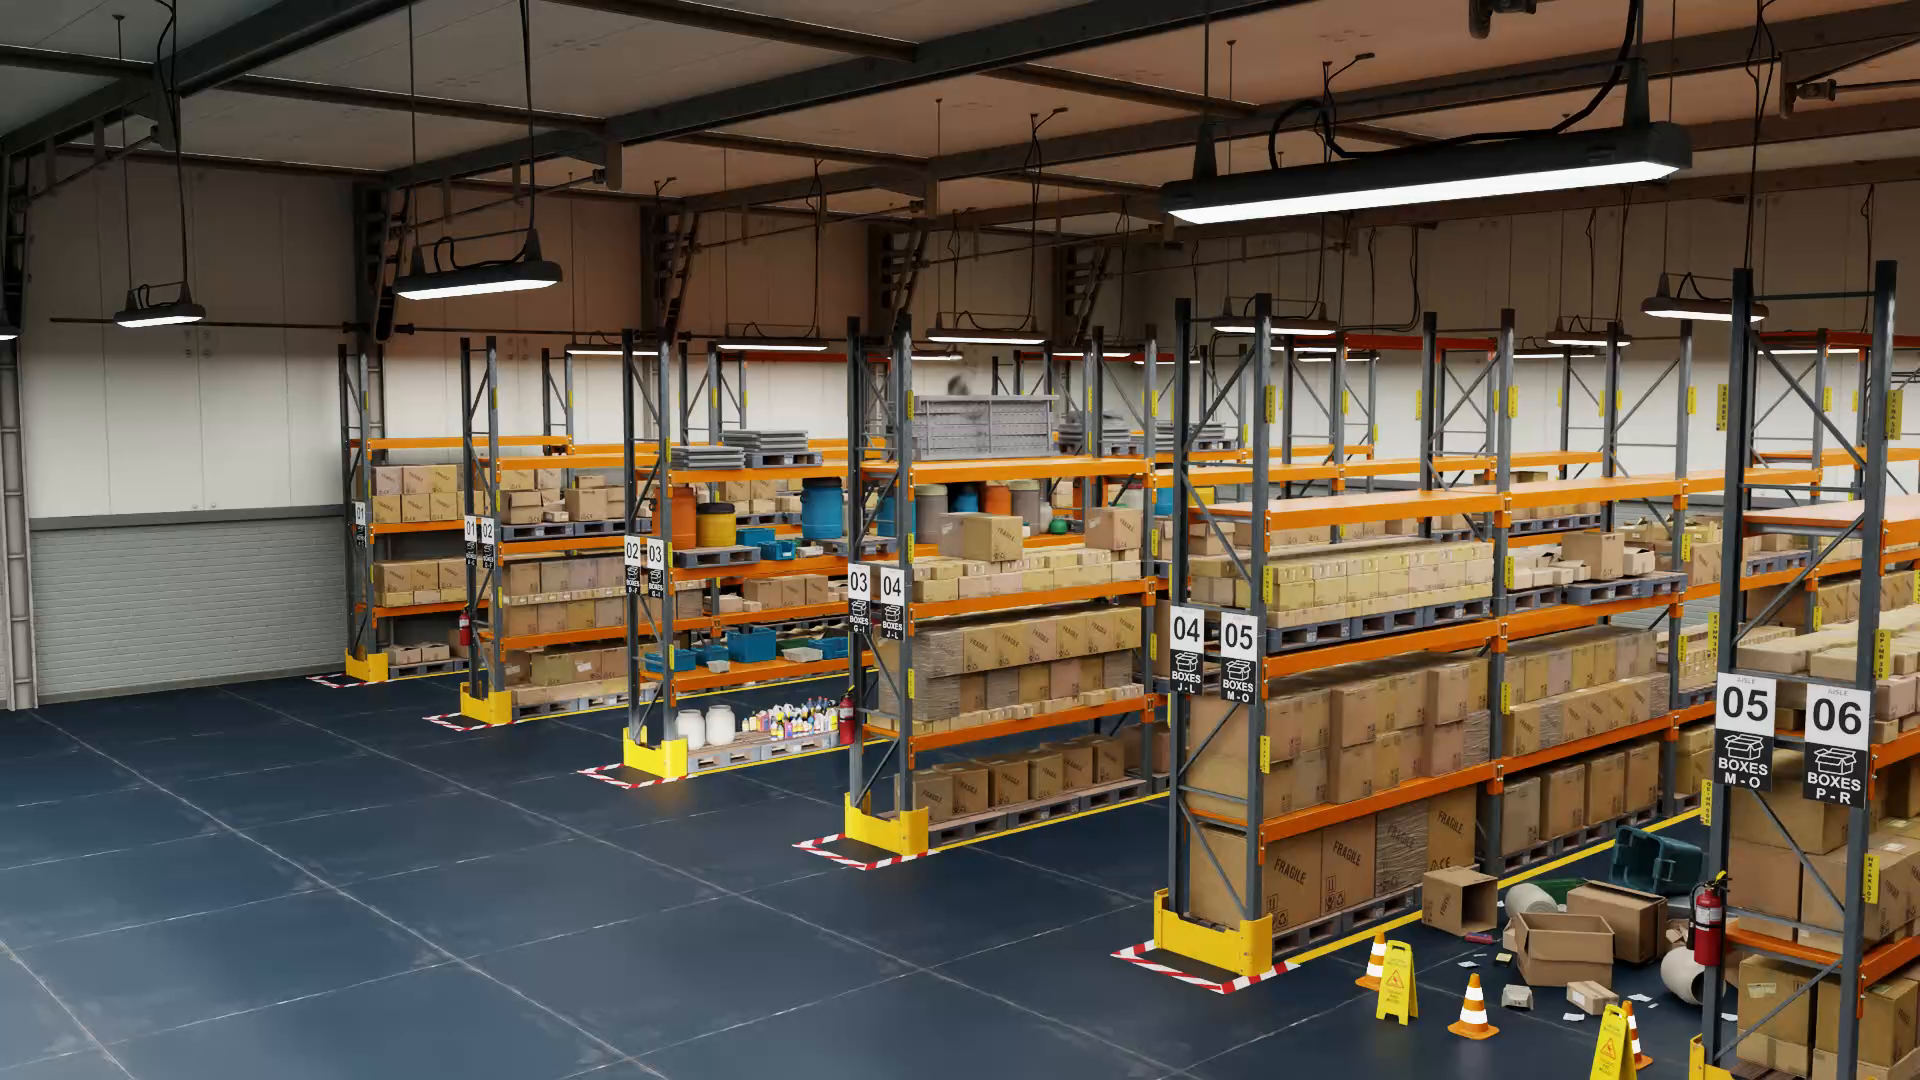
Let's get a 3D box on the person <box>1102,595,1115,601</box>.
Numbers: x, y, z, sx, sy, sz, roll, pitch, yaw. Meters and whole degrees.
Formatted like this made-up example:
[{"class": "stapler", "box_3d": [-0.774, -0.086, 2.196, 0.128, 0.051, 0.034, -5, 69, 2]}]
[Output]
[{"class": "person", "box_3d": [2.954, 1.375, 32.553, 0.676, 1.815, 0.708, 4, 7, 38]}]
